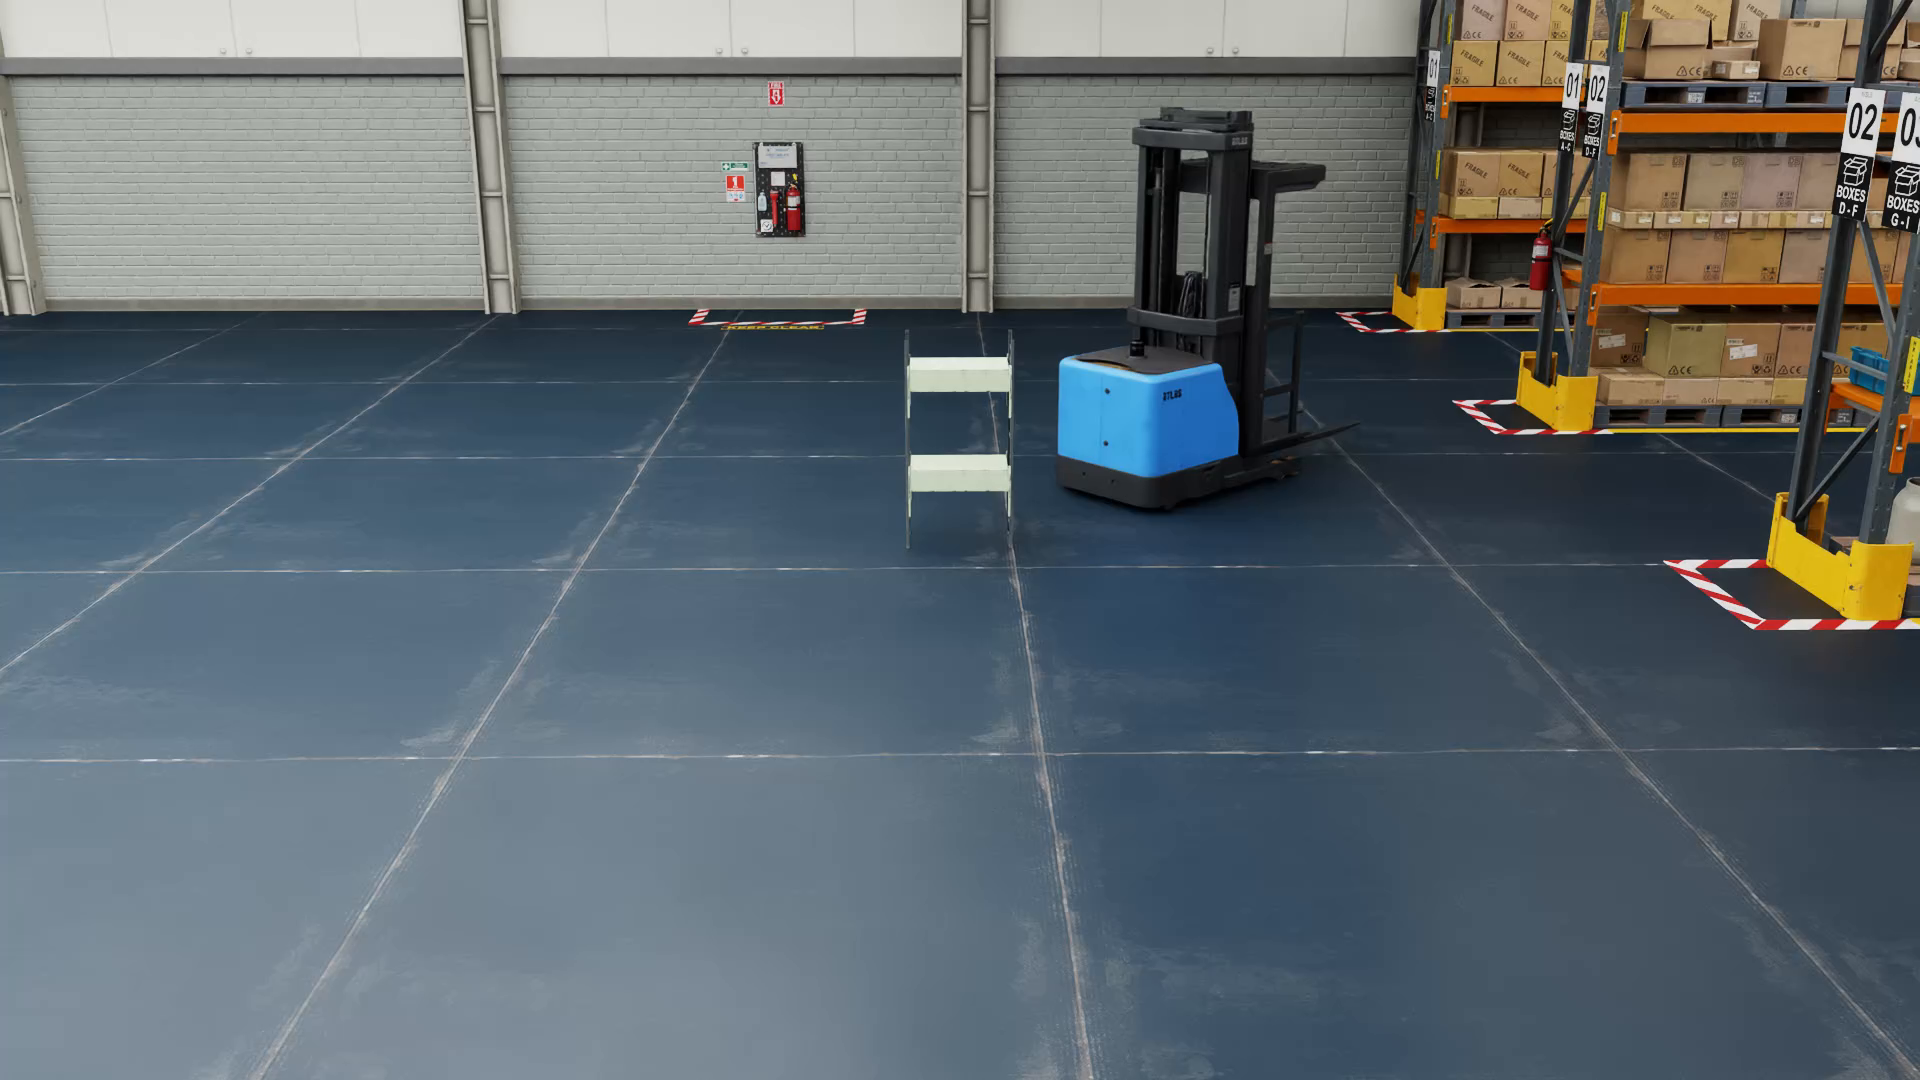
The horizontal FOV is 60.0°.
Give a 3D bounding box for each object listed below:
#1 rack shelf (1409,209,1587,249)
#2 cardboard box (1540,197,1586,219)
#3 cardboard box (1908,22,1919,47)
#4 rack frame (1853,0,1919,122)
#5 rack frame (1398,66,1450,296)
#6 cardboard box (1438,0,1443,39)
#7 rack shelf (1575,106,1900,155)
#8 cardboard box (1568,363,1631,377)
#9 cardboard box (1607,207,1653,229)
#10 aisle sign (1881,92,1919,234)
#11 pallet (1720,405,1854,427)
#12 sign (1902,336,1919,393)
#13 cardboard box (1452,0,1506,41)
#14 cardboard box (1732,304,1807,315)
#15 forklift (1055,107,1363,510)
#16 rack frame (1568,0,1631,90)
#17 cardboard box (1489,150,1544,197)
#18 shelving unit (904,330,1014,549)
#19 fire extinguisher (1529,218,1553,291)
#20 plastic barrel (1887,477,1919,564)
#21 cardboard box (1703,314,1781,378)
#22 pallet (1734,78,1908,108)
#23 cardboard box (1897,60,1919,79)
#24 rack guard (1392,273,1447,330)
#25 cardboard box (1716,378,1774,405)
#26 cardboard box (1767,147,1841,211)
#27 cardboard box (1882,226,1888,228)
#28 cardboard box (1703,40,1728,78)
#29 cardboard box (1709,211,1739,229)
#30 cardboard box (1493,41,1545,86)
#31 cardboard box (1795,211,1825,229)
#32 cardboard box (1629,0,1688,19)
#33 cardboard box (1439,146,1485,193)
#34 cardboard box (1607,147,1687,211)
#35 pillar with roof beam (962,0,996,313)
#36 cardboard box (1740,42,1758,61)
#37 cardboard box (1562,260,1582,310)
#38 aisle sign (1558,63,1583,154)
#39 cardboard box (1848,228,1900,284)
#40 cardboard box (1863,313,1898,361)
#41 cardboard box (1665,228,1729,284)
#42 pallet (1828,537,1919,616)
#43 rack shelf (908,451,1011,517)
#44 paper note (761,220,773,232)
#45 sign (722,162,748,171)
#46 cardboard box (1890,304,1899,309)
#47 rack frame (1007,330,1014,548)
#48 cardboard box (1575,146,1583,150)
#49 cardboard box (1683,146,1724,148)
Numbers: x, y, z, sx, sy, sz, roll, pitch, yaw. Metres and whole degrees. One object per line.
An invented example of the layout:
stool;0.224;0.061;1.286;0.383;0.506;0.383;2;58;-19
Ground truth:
rack shelf;7.535;-3.777;20.089;4.000;0.370;1.077;0;18;-1
cardboard box;7.056;-3.961;19.697;0.500;0.250;0.500;-1;18;-2
cardboard box;11.316;-5.789;19.422;0.500;0.500;0.500;-1;18;-3
rack frame;5.691;-3.941;9.600;0.127;3.000;1.000;0;18;-1
rack frame;5.535;-4.110;19.949;0.127;3.000;1.000;0;18;-1
cardboard box;5.962;-6.154;19.575;0.500;0.500;0.500;1;18;2
rack shelf;7.617;-3.693;14.915;4.000;0.370;1.077;0;18;-1
cardboard box;6.148;-1.581;15.878;0.500;0.250;0.500;0;18;-1
cardboard box;6.013;-2.890;14.919;0.250;0.149;0.380;0;18;-1
aisle sign;5.624;-2.232;9.840;0.004;0.787;0.394;0;18;-1
pallet;7.598;-1.291;15.726;1.213;0.211;1.003;0;18;-1
sign;5.696;-1.048;9.951;0.005;0.325;0.100;0;18;-1
cardboard box;5.924;-5.999;19.095;0.500;0.500;0.500;-2;18;-5
cardboard box;7.648;-1.950;15.801;0.500;0.500;0.500;0;18;-1
forklift;2.186;-1.984;13.435;3.031;2.935;1.130;-16;24;-40
rack frame;5.617;-5.454;14.317;0.127;3.000;1.000;0;18;-1
cardboard box;6.511;-4.315;19.573;0.500;0.500;0.500;0;18;-1
shelving unit;-0.007;-0.714;11.818;0.755;1.500;0.431;0;18;-1
fire extinguisher;5.491;-2.702;15.685;0.183;0.674;0.296;0;18;-1
plastic barrel;6.348;-0.126;10.915;0.421;0.512;0.421;0;18;0
cardboard box;7.156;-1.789;15.300;0.500;0.500;0.500;0;18;-1
pallet;7.547;-3.986;14.795;1.213;0.211;1.003;0;18;-1
cardboard box;8.415;-4.102;14.509;0.250;0.149;0.380;0;18;-1
rack guard;5.611;-2.920;20.332;0.348;0.500;1.175;0;18;-1
cardboard box;7.156;-1.428;15.403;0.500;0.250;0.500;0;18;-1
cardboard box;7.667;-3.270;15.044;0.500;0.500;0.700;0;18;-1
cardboard box;8.330;-2.902;14.957;0.250;0.149;0.380;0;18;-1
cardboard box;8.528;-5.538;19.294;0.500;0.500;0.500;-2;18;-6
cardboard box;6.778;-2.893;14.930;0.250;0.149;0.380;-1;18;-2
cardboard box;6.411;-5.512;19.214;0.500;0.500;0.500;1;18;3
cardboard box;7.550;-2.897;14.942;0.250;0.149;0.380;0;18;0
cardboard box;7.968;-5.994;19.078;0.500;0.500;0.500;-1;18;-3
cardboard box;6.003;-4.472;20.064;0.500;0.500;0.500;0;18;-1
cardboard box;6.137;-3.261;15.015;0.500;0.500;0.700;0;18;-1
pillar with roof beam;0.290;-5.890;15.678;0.400;9.000;9.100;0;18;-1
cardboard box;7.320;-4.338;14.980;0.500;0.311;0.500;2;18;6
cardboard box;7.533;-3.096;20.161;0.500;0.500;0.700;-1;18;-4
aisle sign;5.547;-3.924;15.114;0.004;0.787;0.394;0;18;-1
cardboard box;8.144;-2.654;15.247;0.500;0.500;0.700;0;18;0
cardboard box;8.656;-1.796;15.323;0.500;0.500;0.500;0;18;-1
cardboard box;6.609;-2.647;15.225;0.500;0.500;0.700;0;18;1
pallet;6.579;0.227;10.996;1.213;0.211;1.003;0;18;-1
rack shelf;-0.007;-0.404;11.918;0.720;0.370;0.431;0;18;-1
paper note;-2.428;-3.949;20.890;0.142;0.148;0.016;0;18;-1
sign;-2.799;-4.644;20.687;0.331;0.109;0.001;0;18;-1
cardboard box;9.148;-1.958;15.825;0.500;0.500;0.500;0;18;-1
rack frame;0.359;-0.716;11.824;0.023;1.500;0.400;0;18;-1
cardboard box;7.527;-4.478;20.082;0.500;0.500;0.500;0;18;0
cardboard box;9.061;-4.486;20.106;0.500;0.500;0.500;-1;18;-2
